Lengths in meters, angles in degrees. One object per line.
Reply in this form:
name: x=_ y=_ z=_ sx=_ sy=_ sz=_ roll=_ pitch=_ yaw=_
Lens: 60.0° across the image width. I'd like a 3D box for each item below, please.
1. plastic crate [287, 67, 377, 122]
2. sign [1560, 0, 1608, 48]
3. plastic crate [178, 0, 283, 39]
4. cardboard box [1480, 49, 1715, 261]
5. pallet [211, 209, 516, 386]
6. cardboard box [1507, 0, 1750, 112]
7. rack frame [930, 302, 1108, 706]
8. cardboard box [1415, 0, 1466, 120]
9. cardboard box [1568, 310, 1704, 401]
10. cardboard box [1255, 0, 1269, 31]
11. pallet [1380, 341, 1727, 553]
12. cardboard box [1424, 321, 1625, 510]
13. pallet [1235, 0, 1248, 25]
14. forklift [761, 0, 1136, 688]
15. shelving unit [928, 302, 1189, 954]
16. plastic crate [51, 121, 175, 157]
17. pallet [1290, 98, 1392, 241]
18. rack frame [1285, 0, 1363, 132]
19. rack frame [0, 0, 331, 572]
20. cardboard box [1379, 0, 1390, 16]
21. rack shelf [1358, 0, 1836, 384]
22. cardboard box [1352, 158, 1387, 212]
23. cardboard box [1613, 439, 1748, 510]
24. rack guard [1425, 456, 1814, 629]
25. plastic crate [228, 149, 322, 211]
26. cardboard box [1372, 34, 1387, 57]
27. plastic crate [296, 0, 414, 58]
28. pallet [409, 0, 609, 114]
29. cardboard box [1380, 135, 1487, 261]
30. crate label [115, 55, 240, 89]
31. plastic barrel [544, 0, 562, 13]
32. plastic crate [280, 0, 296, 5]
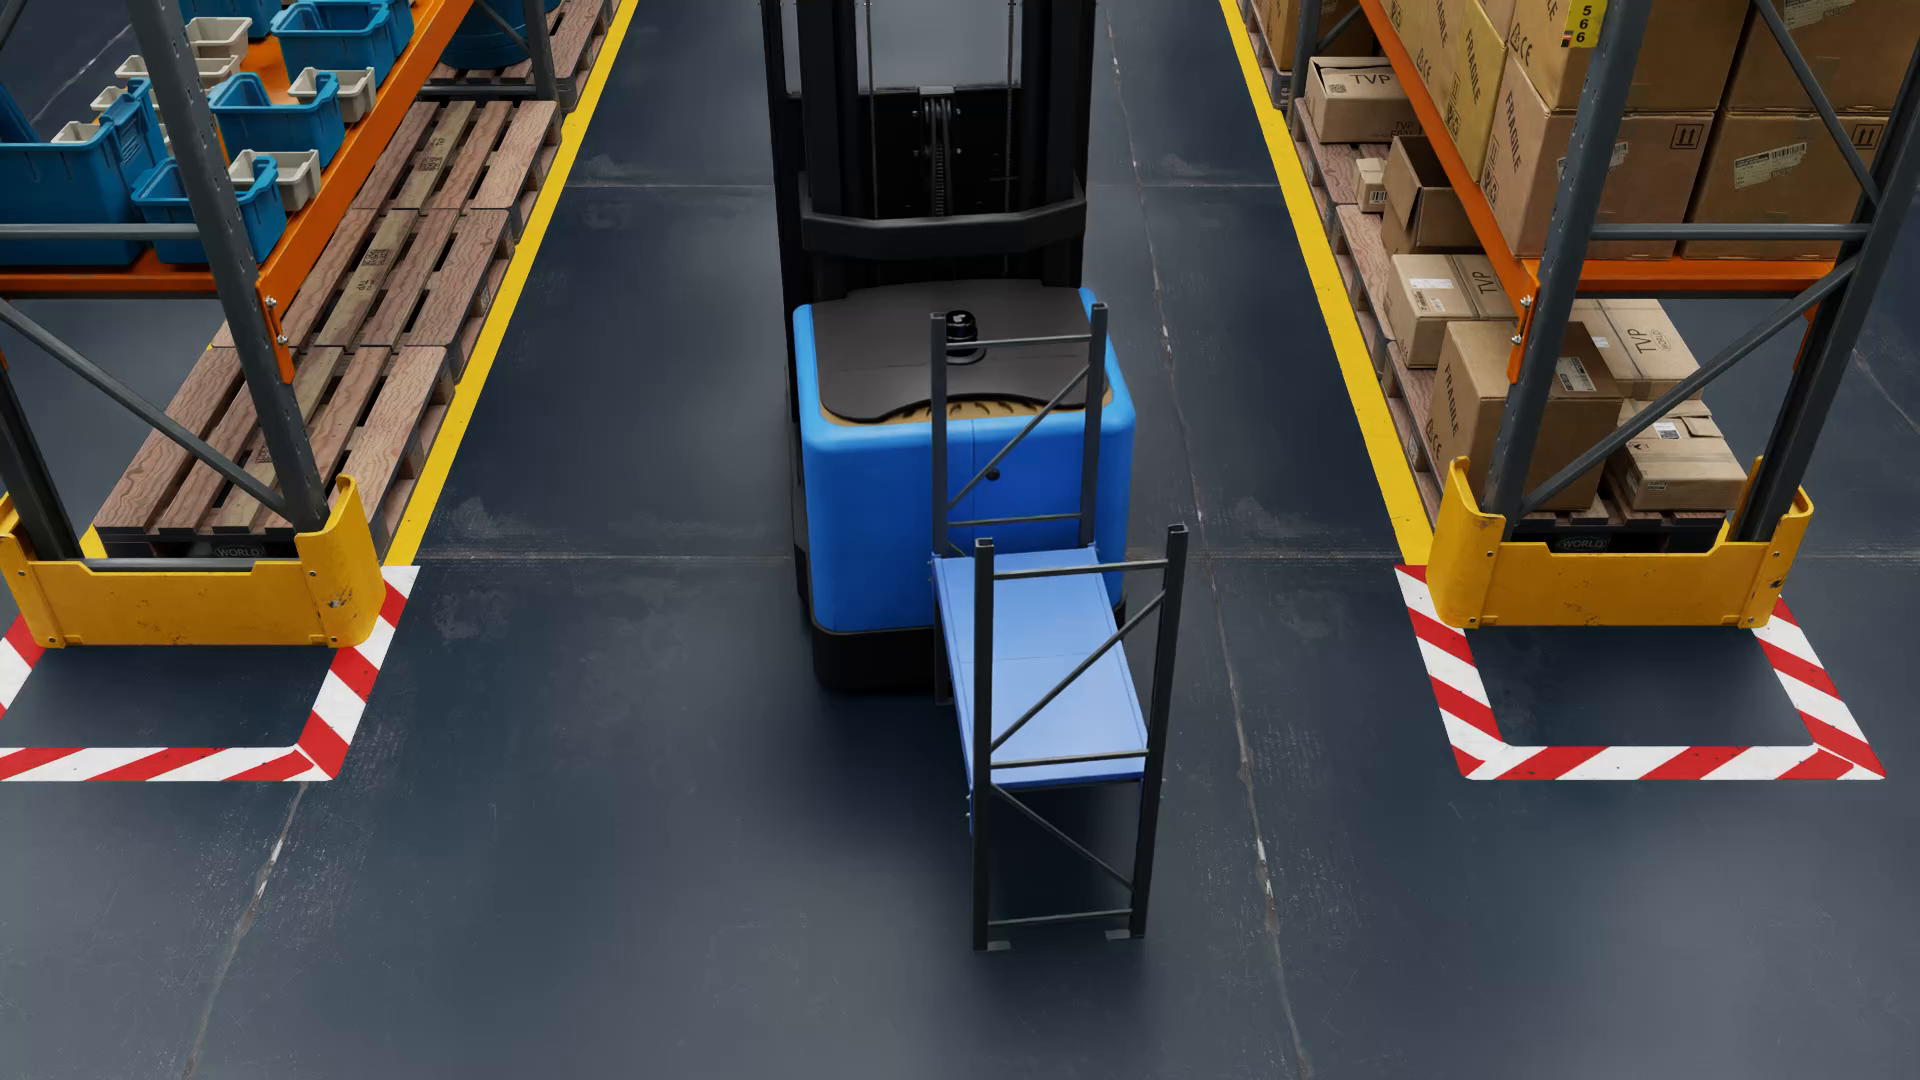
plastic crate: x=-2.257 y=-1.618 z=6.033 sx=0.250 sy=0.136 sz=0.298 roll=0 pitch=39 yaw=0
sign: x=1.730 y=-1.506 z=4.552 sx=0.100 sy=0.325 sz=0.005 roll=0 pitch=39 yaw=0
plastic crate: x=-2.927 y=-2.160 z=6.632 sx=0.416 sy=0.233 sz=0.300 roll=0 pitch=39 yaw=0
cardboard box: x=2.013 y=-1.238 z=5.316 sx=0.500 sy=0.500 sz=0.500 roll=1 pitch=39 yaw=1
pallet: x=-2.629 y=-1.106 z=7.462 sx=1.003 sy=0.211 sz=1.213 roll=0 pitch=39 yaw=0
cardboard box: x=2.010 y=-1.626 z=5.001 sx=0.500 sy=0.500 sz=0.500 roll=0 pitch=39 yaw=0
rack frame: x=0.166 y=-0.057 z=5.122 sx=0.500 sy=1.500 sz=0.032 roll=-4 pitch=39 yaw=-5
cardboard box: x=2.013 y=-1.874 z=6.110 sx=0.500 sy=0.500 sz=0.500 roll=0 pitch=39 yaw=0
cardboard box: x=2.568 y=-0.670 z=6.535 sx=0.500 sy=0.250 sz=0.500 roll=0 pitch=39 yaw=0
cardboard box: x=2.001 y=-3.234 z=9.534 sx=0.500 sy=0.500 sz=0.500 roll=0 pitch=39 yaw=0
pallet: x=2.283 y=-0.377 z=6.551 sx=1.003 sy=0.211 sz=1.213 roll=0 pitch=39 yaw=0
cardboard box: x=2.038 y=-0.455 z=6.066 sx=0.500 sy=0.500 sz=0.500 roll=0 pitch=39 yaw=0
pallet: x=2.238 y=-3.605 z=10.580 sx=1.003 sy=0.211 sz=1.213 roll=0 pitch=39 yaw=0
forklift: x=-0.131 y=-1.567 z=5.861 sx=1.130 sy=2.935 sz=3.031 roll=-4 pitch=39 yaw=-5
shelving unit: x=0.225 y=0.259 z=4.728 sx=0.538 sy=1.500 sz=1.048 roll=-4 pitch=39 yaw=-5
plastic crate: x=-2.850 y=-1.348 z=5.696 sx=0.396 sy=0.136 sz=0.243 roll=0 pitch=39 yaw=0
pallet: x=2.281 y=-1.902 z=8.455 sx=1.003 sy=0.211 sz=1.213 roll=0 pitch=39 yaw=0
rack frame: x=2.281 y=-3.420 z=8.119 sx=1.000 sy=3.000 sz=0.127 roll=0 pitch=39 yaw=0
rack frame: x=-2.668 y=-0.918 z=4.996 sx=1.000 sy=3.000 sz=0.127 roll=0 pitch=39 yaw=0
cardboard box: x=2.011 y=-2.507 z=6.900 sx=0.500 sy=0.500 sz=0.500 roll=0 pitch=39 yaw=0
rack shelf: x=2.283 y=-1.889 z=6.784 sx=1.077 sy=0.370 sz=4.000 roll=0 pitch=39 yaw=0
cardboard box: x=2.076 y=-1.683 z=7.865 sx=0.380 sy=0.166 sz=0.250 roll=0 pitch=39 yaw=0
cardboard box: x=2.629 y=-0.240 z=6.079 sx=0.380 sy=0.149 sz=0.250 roll=0 pitch=39 yaw=0
rack guard: x=2.285 y=0.009 z=5.839 sx=1.175 sy=0.500 sz=0.348 roll=0 pitch=39 yaw=0
plastic crate: x=-2.257 y=-1.193 z=5.503 sx=0.250 sy=0.136 sz=0.298 roll=0 pitch=39 yaw=0
cardboard box: x=2.524 y=-2.919 z=9.141 sx=0.500 sy=0.500 sz=0.500 roll=-2 pitch=39 yaw=-2
plastic crate: x=-2.341 y=-2.041 z=6.485 sx=0.416 sy=0.233 sz=0.300 roll=0 pitch=39 yaw=0
pallet: x=-2.632 y=-2.813 z=9.592 sx=1.003 sy=0.211 sz=1.213 roll=0 pitch=39 yaw=0
cardboard box: x=2.288 y=-1.443 z=7.296 sx=0.797 sy=0.503 sz=0.637 roll=0 pitch=39 yaw=0
crate label: x=-2.861 y=-1.703 z=6.140 sx=0.396 sy=0.136 sz=0.243 roll=0 pitch=39 yaw=0
plastic barrel: x=-2.657 y=-3.547 z=9.620 sx=0.600 sy=0.901 sz=0.708 roll=0 pitch=39 yaw=0
plastic crate: x=-2.855 y=-2.441 z=6.944 sx=0.437 sy=0.282 sz=0.530 roll=0 pitch=39 yaw=0
